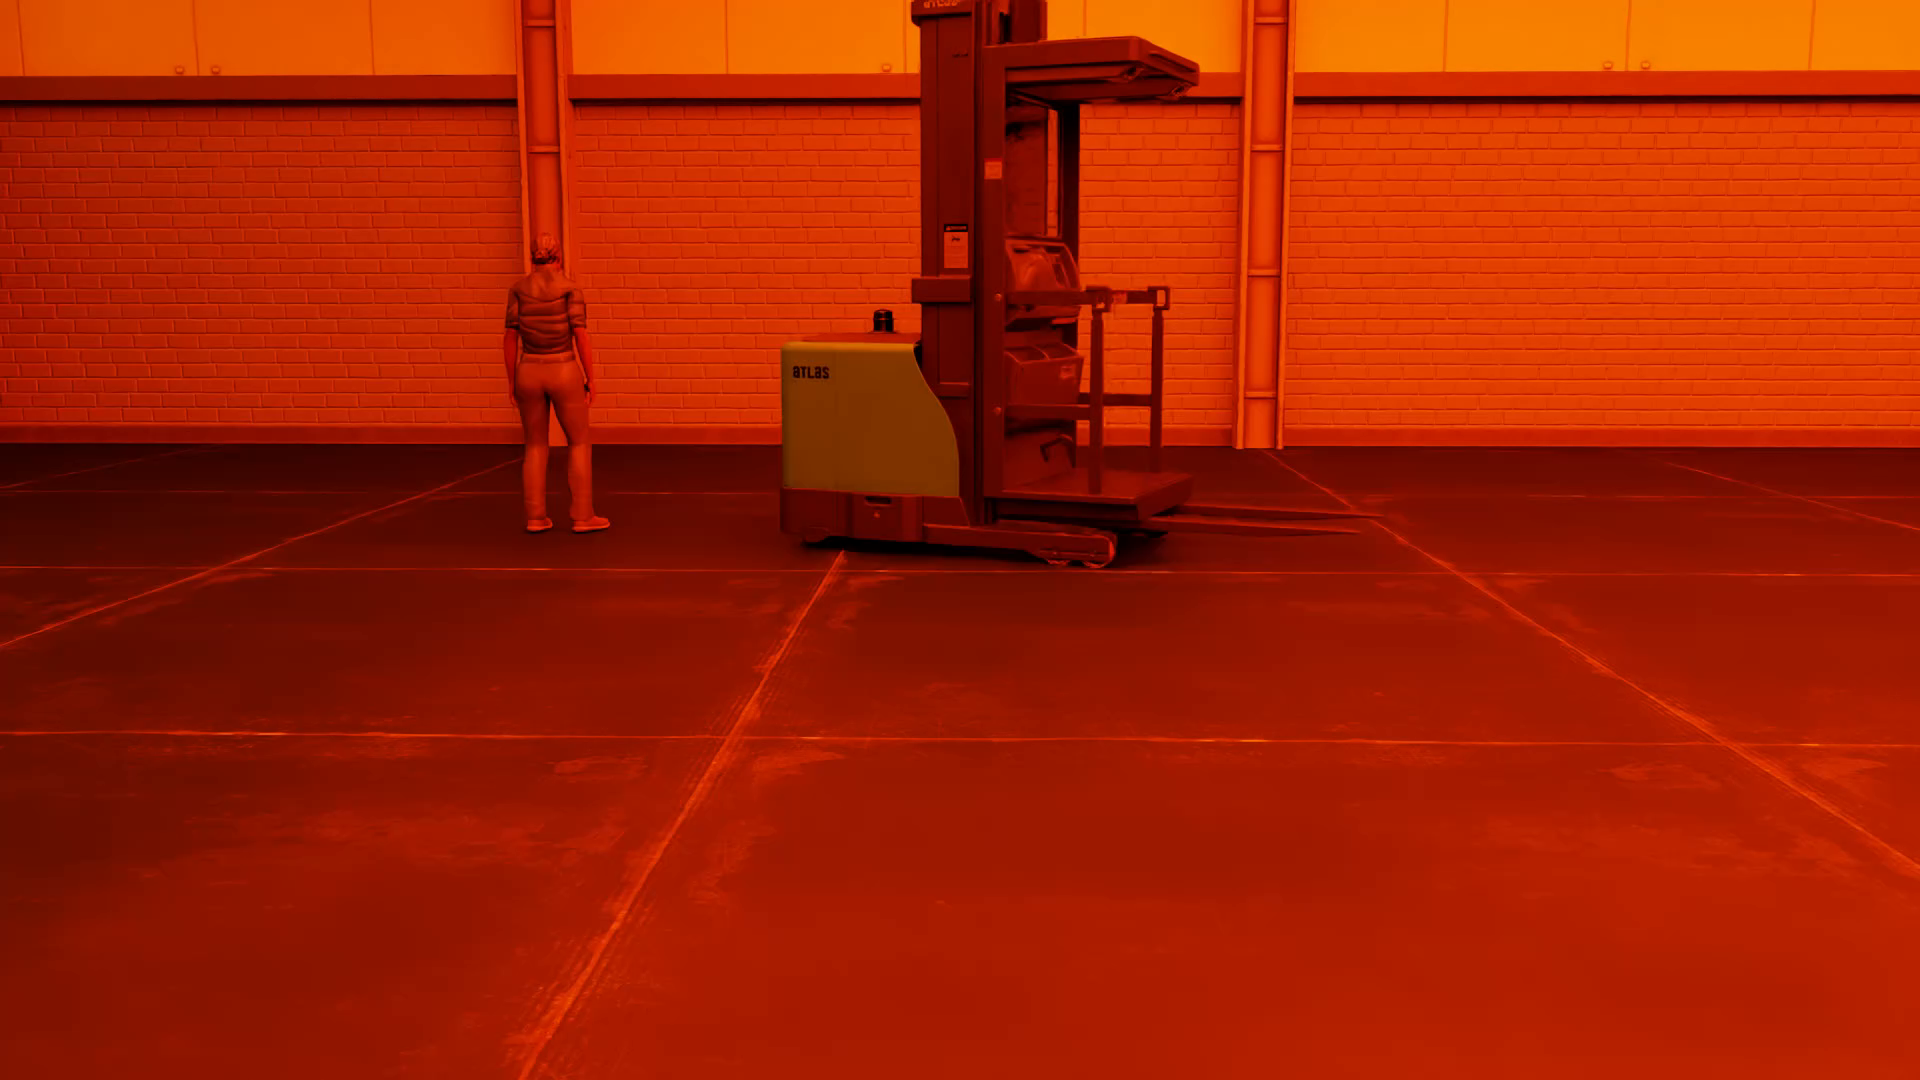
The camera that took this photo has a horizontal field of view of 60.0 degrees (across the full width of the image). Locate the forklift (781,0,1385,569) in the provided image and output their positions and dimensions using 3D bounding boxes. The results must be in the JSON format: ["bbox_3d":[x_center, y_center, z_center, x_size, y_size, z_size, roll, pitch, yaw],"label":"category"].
[{"bbox_3d":[0.613,-1.400,8.460,3.031,2.935,1.130,4,9,23],"label":"forklift"}]

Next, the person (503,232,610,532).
[{"bbox_3d":[-2.255,-0.869,9.224,0.520,1.653,0.349,1,9,5],"label":"person"}]
